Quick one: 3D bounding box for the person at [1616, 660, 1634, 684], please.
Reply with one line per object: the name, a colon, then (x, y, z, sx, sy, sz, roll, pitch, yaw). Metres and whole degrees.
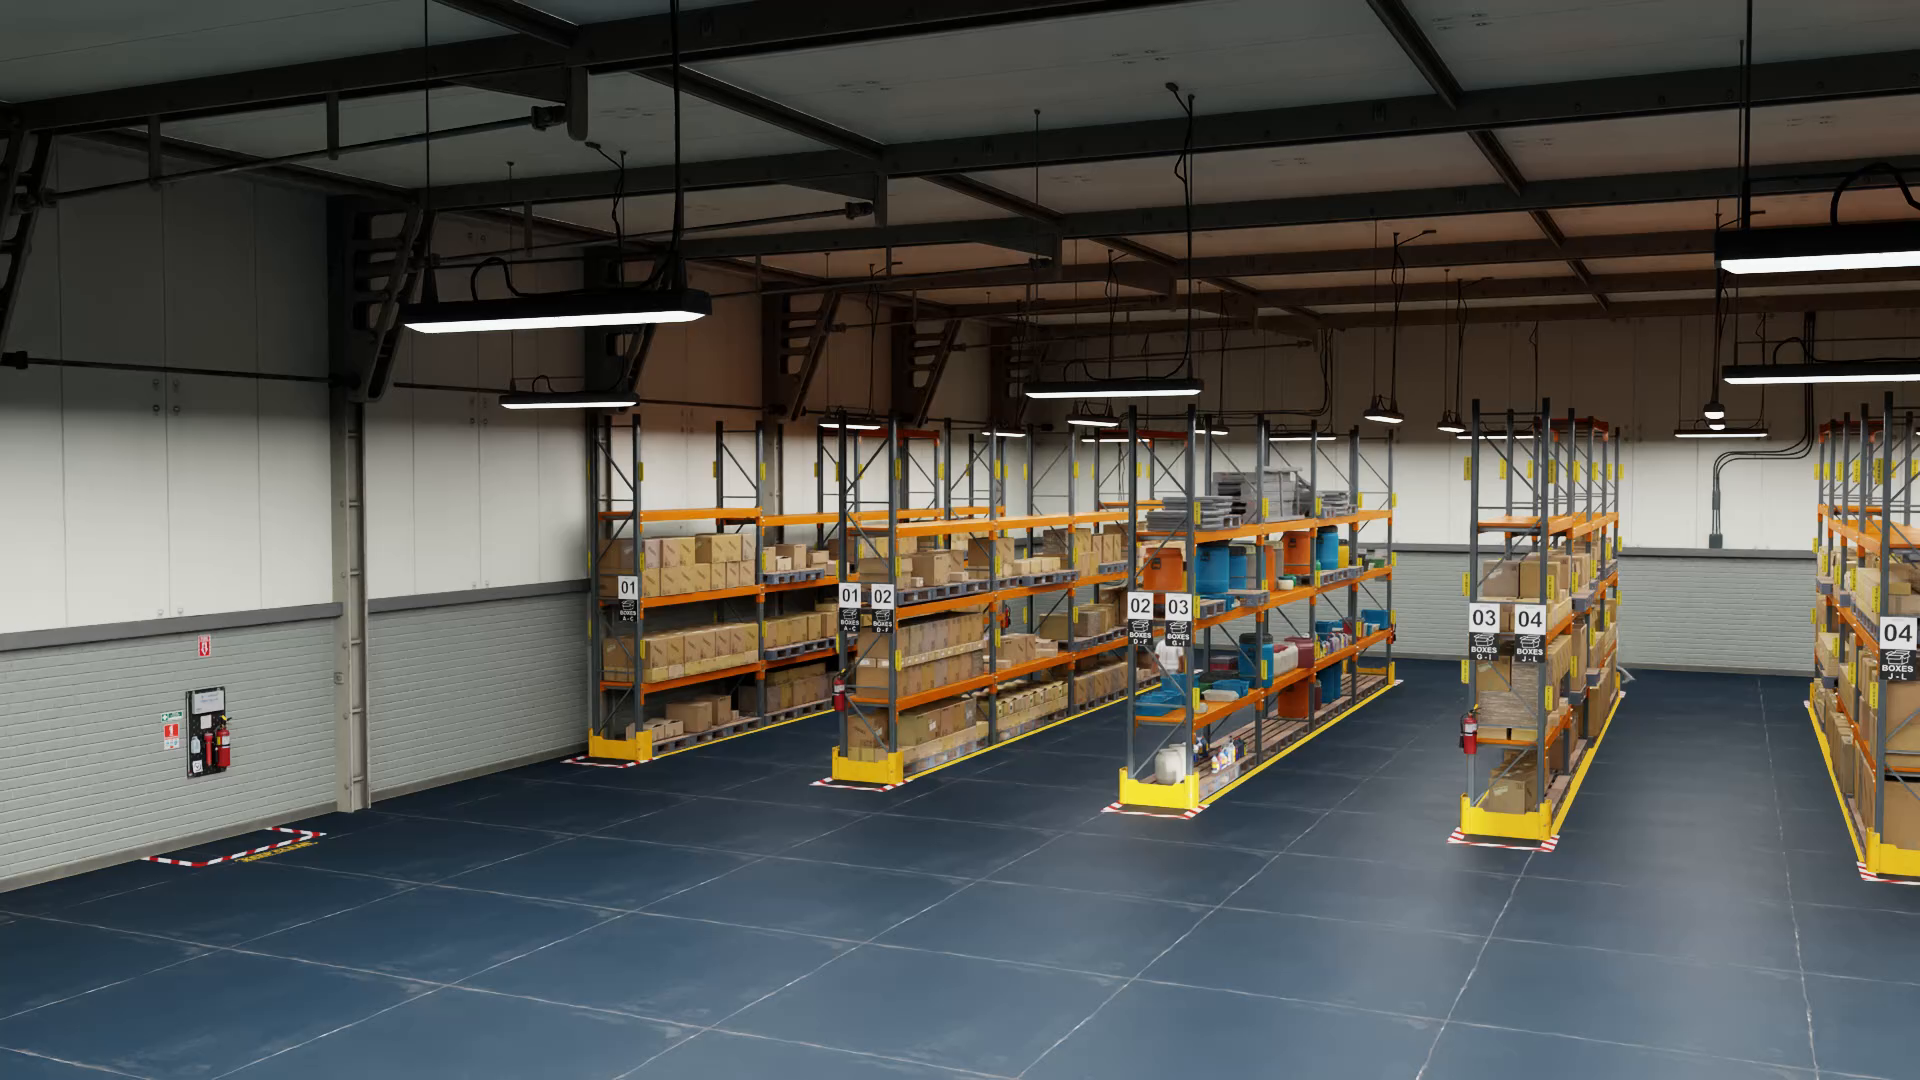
person: (15.137, 2.579, 38.631, 0.970, 1.642, 0.476, 1, 3, 25)

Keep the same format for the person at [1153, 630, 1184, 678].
person: (4.325, 2.690, 34.856, 0.579, 1.700, 1.082, 1, 3, 29)

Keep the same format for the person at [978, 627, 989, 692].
person: (0.440, 2.690, 36.578, 0.521, 1.575, 1.040, 2, 3, 35)

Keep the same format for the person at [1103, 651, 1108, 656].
person: (3.561, 2.471, 41.709, 0.519, 1.651, 0.581, 0, 2, -1)
